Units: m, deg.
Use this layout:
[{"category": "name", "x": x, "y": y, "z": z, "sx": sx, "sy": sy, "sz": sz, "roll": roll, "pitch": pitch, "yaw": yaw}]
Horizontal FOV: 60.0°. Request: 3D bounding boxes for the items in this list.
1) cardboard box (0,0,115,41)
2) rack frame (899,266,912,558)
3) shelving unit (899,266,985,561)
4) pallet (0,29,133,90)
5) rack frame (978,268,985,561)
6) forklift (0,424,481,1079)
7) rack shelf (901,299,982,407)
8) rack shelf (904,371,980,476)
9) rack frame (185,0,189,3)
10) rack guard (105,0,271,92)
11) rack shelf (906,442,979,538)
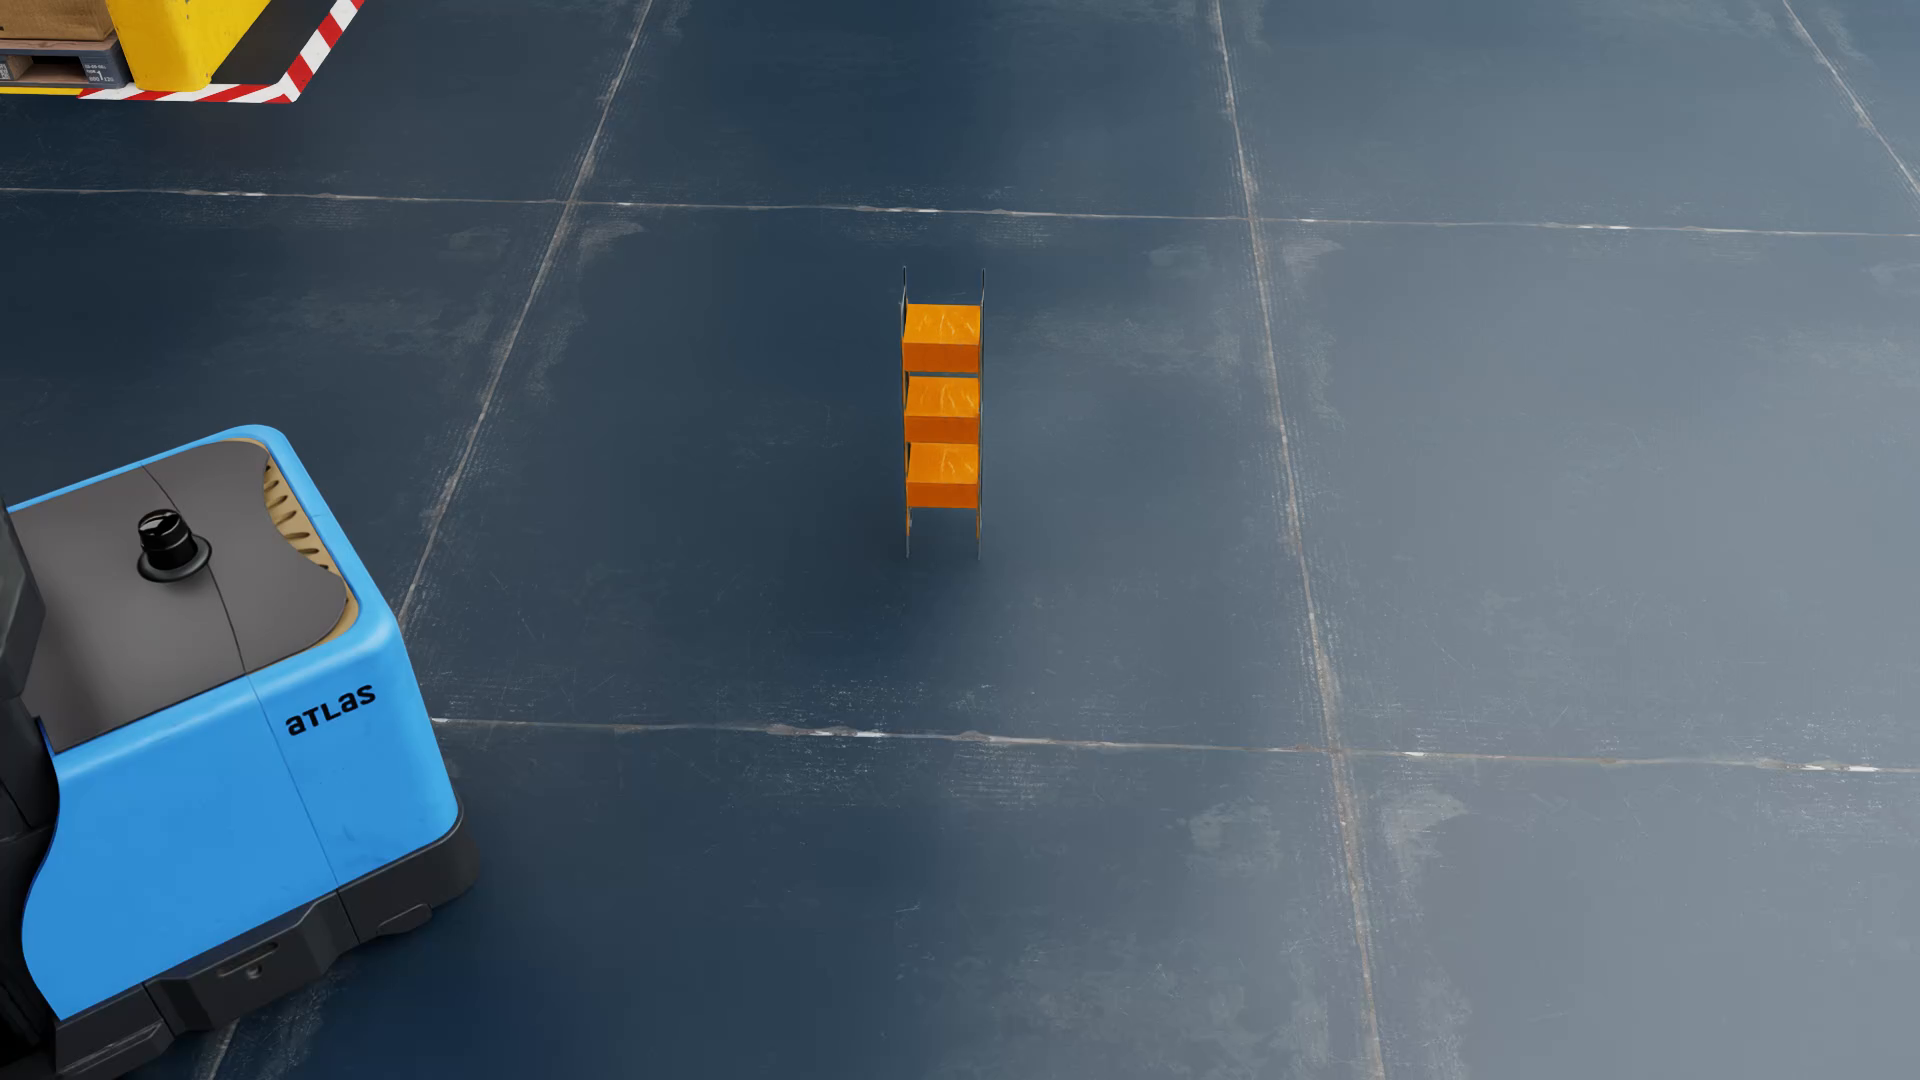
[{"category": "cardboard box", "x": -4.539, "y": -3.031, "z": 8.054, "sx": 0.875, "sy": 0.875, "sz": 0.875, "roll": 2, "pitch": 43, "yaw": 2}, {"category": "rack frame", "x": -0.175, "y": -0.390, "z": 5.398, "sx": 0.008, "sy": 1.050, "sz": 0.200, "roll": 2, "pitch": 43, "yaw": 2}, {"category": "shelving unit", "x": -0.053, "y": -0.386, "z": 5.394, "sx": 0.252, "sy": 1.050, "sz": 0.215, "roll": 2, "pitch": 43, "yaw": 2}, {"category": "pallet", "x": -4.661, "y": -2.630, "z": 8.418, "sx": 1.213, "sy": 0.211, "sz": 1.003, "roll": 2, "pitch": 43, "yaw": 2}, {"category": "rack frame", "x": 0.068, "y": -0.382, "z": 5.390, "sx": 0.008, "sy": 1.050, "sz": 0.200, "roll": 2, "pitch": 43, "yaw": 2}, {"category": "forklift", "x": -2.848, "y": 0.211, "z": 3.373, "sx": 3.031, "sy": 2.935, "sz": 1.130, "roll": -25, "pitch": 48, "yaw": -24}, {"category": "rack shelf", "x": -0.053, "y": -0.586, "z": 5.208, "sx": 0.240, "sy": 0.259, "sz": 0.215, "roll": 2, "pitch": 43, "yaw": 2}, {"category": "rack shelf", "x": -0.053, "y": -0.378, "z": 5.401, "sx": 0.240, "sy": 0.259, "sz": 0.215, "roll": 2, "pitch": 43, "yaw": 2}, {"category": "rack frame", "x": -3.858, "y": -3.679, "z": 7.499, "sx": 0.127, "sy": 3.000, "sz": 1.000, "roll": 2, "pitch": 43, "yaw": 2}, {"category": "rack guard", "x": -3.834, "y": -2.764, "z": 8.350, "sx": 0.348, "sy": 0.500, "sz": 1.175, "roll": 2, "pitch": 43, "yaw": 2}, {"category": "rack shelf", "x": -0.053, "y": -0.175, "z": 5.591, "sx": 0.240, "sy": 0.259, "sz": 0.215, "roll": 2, "pitch": 43, "yaw": 2}]
